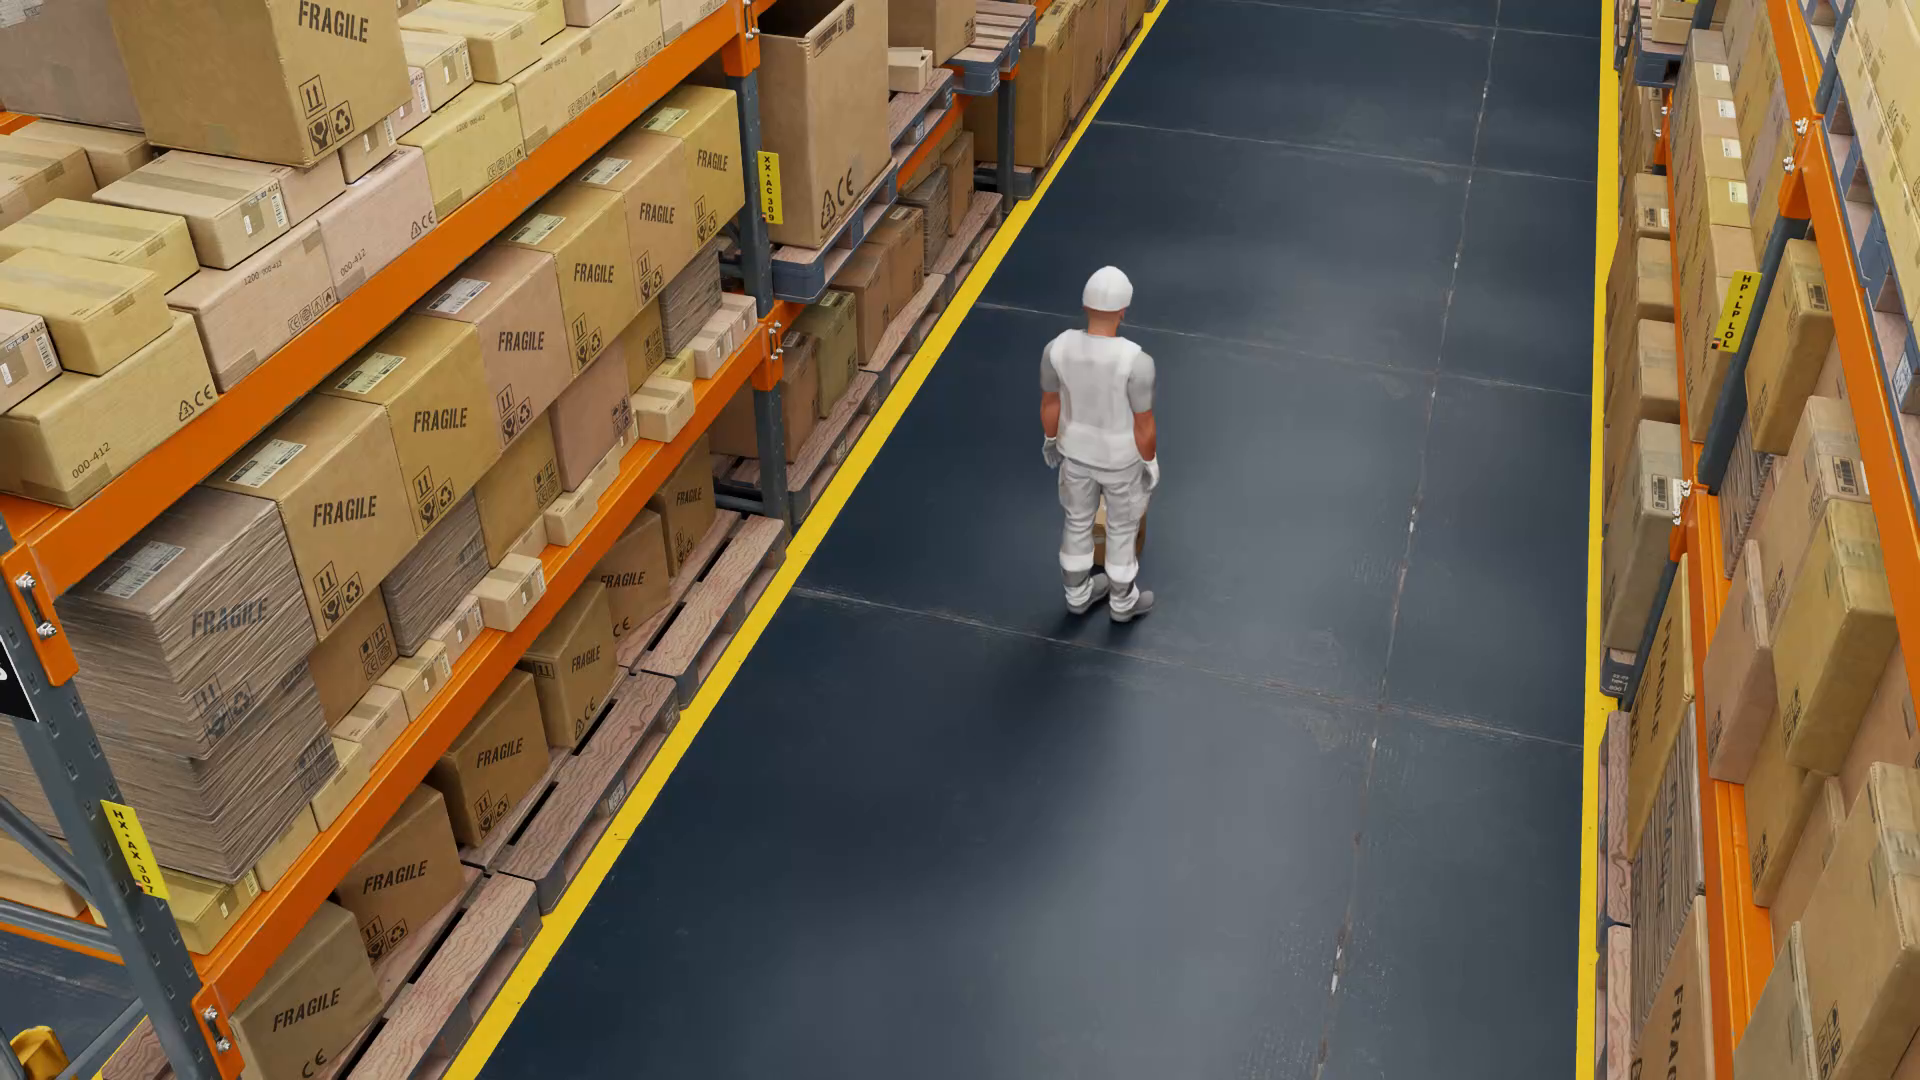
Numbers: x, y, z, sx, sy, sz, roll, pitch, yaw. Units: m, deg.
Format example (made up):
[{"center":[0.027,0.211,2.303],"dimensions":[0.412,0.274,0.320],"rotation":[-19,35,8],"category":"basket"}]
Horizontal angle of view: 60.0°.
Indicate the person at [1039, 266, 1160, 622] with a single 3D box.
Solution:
[{"center":[0.639,-0.397,7.399],"dimensions":[0.558,1.817,0.424],"rotation":[17,40,22],"category":"person"}]
